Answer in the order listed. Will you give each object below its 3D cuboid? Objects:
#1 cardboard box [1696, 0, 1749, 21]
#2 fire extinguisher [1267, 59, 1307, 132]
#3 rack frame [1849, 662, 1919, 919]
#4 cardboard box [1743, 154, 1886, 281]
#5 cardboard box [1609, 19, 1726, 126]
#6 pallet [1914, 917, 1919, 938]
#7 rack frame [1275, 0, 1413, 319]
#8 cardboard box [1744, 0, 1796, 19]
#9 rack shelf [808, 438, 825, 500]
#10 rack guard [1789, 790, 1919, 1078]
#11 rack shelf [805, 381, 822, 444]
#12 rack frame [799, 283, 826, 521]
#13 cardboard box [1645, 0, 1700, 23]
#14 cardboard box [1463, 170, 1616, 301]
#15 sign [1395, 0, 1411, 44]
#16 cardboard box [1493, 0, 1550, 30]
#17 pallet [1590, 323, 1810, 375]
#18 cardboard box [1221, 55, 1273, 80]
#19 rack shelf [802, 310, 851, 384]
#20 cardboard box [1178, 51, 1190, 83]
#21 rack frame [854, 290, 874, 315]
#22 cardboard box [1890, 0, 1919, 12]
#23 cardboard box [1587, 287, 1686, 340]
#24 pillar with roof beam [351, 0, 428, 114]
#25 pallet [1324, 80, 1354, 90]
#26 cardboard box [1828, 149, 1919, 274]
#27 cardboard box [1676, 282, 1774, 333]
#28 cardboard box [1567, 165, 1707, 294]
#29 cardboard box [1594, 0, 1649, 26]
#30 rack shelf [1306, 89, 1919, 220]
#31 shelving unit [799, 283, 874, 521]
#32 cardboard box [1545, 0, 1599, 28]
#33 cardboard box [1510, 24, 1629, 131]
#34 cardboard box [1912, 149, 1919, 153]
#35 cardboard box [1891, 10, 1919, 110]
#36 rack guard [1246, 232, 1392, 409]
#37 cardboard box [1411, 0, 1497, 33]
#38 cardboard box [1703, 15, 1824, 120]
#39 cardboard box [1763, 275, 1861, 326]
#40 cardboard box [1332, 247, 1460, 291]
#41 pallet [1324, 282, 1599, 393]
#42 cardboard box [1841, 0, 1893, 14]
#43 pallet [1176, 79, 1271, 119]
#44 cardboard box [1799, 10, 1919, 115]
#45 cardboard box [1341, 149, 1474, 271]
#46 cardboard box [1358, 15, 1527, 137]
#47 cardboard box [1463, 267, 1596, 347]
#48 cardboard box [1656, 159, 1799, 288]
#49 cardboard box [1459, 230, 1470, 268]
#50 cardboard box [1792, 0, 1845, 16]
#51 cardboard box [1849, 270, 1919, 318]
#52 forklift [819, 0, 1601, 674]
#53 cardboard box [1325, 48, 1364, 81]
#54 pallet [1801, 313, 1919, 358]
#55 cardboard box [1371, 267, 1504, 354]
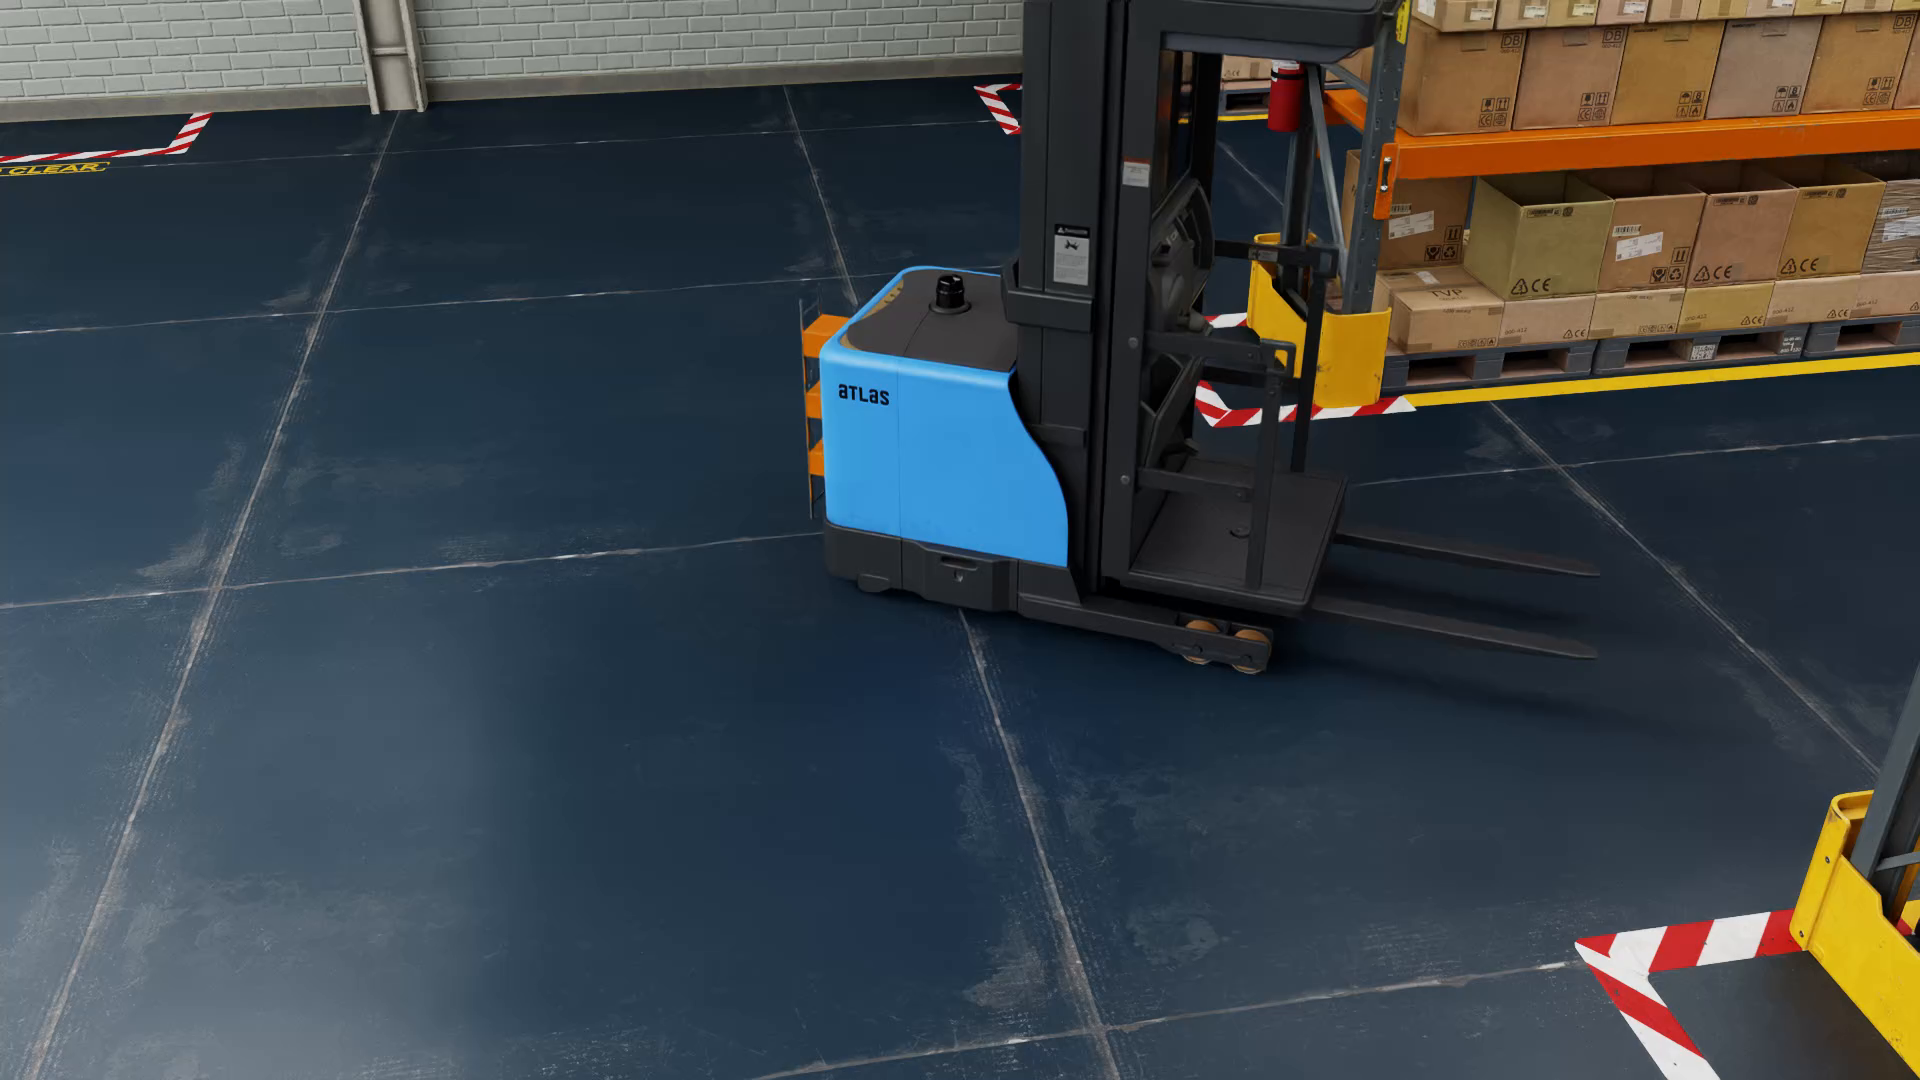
[{"bbox_3d":[3.582,-2.629,8.023,0.250,0.149,0.380,-6,31,-10],"label":"cardboard box"},{"bbox_3d":[1.691,-2.446,8.528,0.183,0.674,0.296,-5,31,-9],"label":"fire extinguisher"},{"bbox_3d":[2.779,0.211,3.932,0.127,3.000,1.000,-5,31,-9],"label":"rack frame"},{"bbox_3d":[4.423,-1.704,8.748,0.500,0.500,0.500,-5,31,-9],"label":"cardboard box"},{"bbox_3d":[3.357,-2.431,8.326,0.500,0.500,0.700,-5,31,-9],"label":"cardboard box"},{"bbox_3d":[3.645,1.311,4.812,1.213,0.211,1.003,-5,31,-9],"label":"pallet"},{"bbox_3d":[1.891,-2.259,8.132,0.127,3.000,1.000,-5,31,-9],"label":"rack frame"},{"bbox_3d":[3.828,-2.650,8.059,0.250,0.149,0.380,-5,31,-8],"label":"cardboard box"},{"bbox_3d":[-0.511,-0.317,7.322,0.240,0.259,0.215,10,32,17],"label":"rack shelf"},{"bbox_3d":[2.845,1.258,4.617,0.348,0.500,1.175,-5,31,-9],"label":"rack guard"},{"bbox_3d":[-0.511,-0.556,7.181,0.240,0.259,0.215,10,32,17],"label":"rack shelf"},{"bbox_3d":[-0.626,-0.586,7.211,0.008,1.050,0.200,10,32,17],"label":"rack frame"},{"bbox_3d":[3.331,-2.605,7.983,0.250,0.149,0.380,-6,31,-11],"label":"cardboard box"},{"bbox_3d":[2.950,-1.563,8.507,0.500,0.500,0.500,-5,31,-9],"label":"cardboard box"},{"bbox_3d":[1.985,-2.389,7.421,0.005,0.325,0.100,-5,31,-9],"label":"sign"},{"bbox_3d":[2.575,-2.536,7.864,0.250,0.149,0.380,-6,31,-10],"label":"cardboard box"},{"bbox_3d":[3.833,-1.257,9.180,1.213,0.211,1.003,-5,31,-9],"label":"pallet"},{"bbox_3d":[2.252,-3.829,13.022,0.500,0.311,0.500,-3,31,-5],"label":"cardboard box"},{"bbox_3d":[-0.511,-0.801,7.037,0.240,0.259,0.215,10,32,17],"label":"rack shelf"},{"bbox_3d":[1.691,-3.777,12.933,0.500,0.311,0.500,-9,32,-15],"label":"cardboard box"},{"bbox_3d":[-0.396,-0.545,7.140,0.008,1.050,0.200,10,32,17],"label":"rack frame"},{"bbox_3d":[4.595,-2.723,8.183,0.250,0.149,0.380,-5,31,-9],"label":"cardboard box"},{"bbox_3d":[3.441,-1.286,8.776,0.500,0.250,0.500,-5,31,-9],"label":"cardboard box"},{"bbox_3d":[-3.599,-5.115,7.072,0.400,9.000,9.100,-5,31,-9],"label":"pillar with roof beam"},{"bbox_3d":[3.072,-3.700,13.333,1.213,0.211,1.003,-5,31,-9],"label":"pallet"},{"bbox_3d":[4.914,-1.752,8.829,0.500,0.500,0.500,-5,31,-9],"label":"cardboard box"},{"bbox_3d":[3.934,-1.329,8.849,0.500,0.250,0.500,-5,31,-9],"label":"cardboard box"},{"bbox_3d":[3.439,-1.615,8.595,0.500,0.500,0.500,-5,31,-9],"label":"cardboard box"},{"bbox_3d":[3.069,-2.580,7.939,0.250,0.149,0.380,-6,31,-10],"label":"cardboard box"},{"bbox_3d":[3.858,-2.131,8.625,4.000,0.370,1.077,-5,31,-9],"label":"rack shelf"},{"bbox_3d":[-0.511,-0.565,7.176,0.252,1.050,0.215,10,32,17],"label":"shelving unit"},{"bbox_3d":[2.820,-2.558,7.902,0.250,0.149,0.380,-5,31,-9],"label":"cardboard box"},{"bbox_3d":[2.868,-2.389,8.254,0.500,0.500,0.700,-5,31,-8],"label":"cardboard box"},{"bbox_3d":[5.313,-2.057,9.347,0.500,0.500,0.500,-5,31,-9],"label":"cardboard box"},{"bbox_3d":[4.872,-2.572,8.566,0.500,0.500,0.700,-6,31,-9],"label":"cardboard box"},{"bbox_3d":[1.867,-1.179,8.762,0.348,0.500,1.175,-5,31,-9],"label":"rack guard"},{"bbox_3d":[2.315,-2.510,7.821,0.250,0.149,0.380,-6,31,-9],"label":"cardboard box"},{"bbox_3d":[3.874,-2.481,8.411,0.500,0.500,0.700,-4,31,-7],"label":"cardboard box"},{"bbox_3d":[4.426,-1.375,8.927,0.500,0.250,0.500,-5,31,-9],"label":"cardboard box"},{"bbox_3d":[2.365,-1.451,9.057,0.500,0.250,0.500,-5,31,-9],"label":"cardboard box"},{"bbox_3d":[2.635,-1.148,8.993,1.213,0.211,1.003,-5,31,-9],"label":"pallet"},{"bbox_3d":[4.347,-2.700,8.144,0.250,0.149,0.380,-4,31,-7],"label":"cardboard box"},{"bbox_3d":[1.875,-3.590,13.147,1.213,0.211,1.003,-5,31,-9],"label":"pallet"},{"bbox_3d":[4.378,-2.528,8.492,0.500,0.500,0.700,-5,31,-8],"label":"cardboard box"},{"bbox_3d":[2.365,-1.775,8.868,0.500,0.500,0.500,-5,31,-9],"label":"cardboard box"},{"bbox_3d":[2.352,-2.338,8.169,0.500,0.500,0.700,-5,31,-9],"label":"cardboard box"},{"bbox_3d":[2.949,-1.240,8.698,0.500,0.250,0.500,-5,31,-9],"label":"cardboard box"},{"bbox_3d":[3.934,-1.652,8.658,0.500,0.500,0.500,-5,31,-9],"label":"cardboard box"},{"bbox_3d":[2.855,-1.503,9.144,0.500,0.250,0.500,-5,31,-9],"label":"cardboard box"},{"bbox_3d":[4.086,-2.674,8.100,0.250,0.149,0.380,-4,31,-7],"label":"cardboard box"},{"bbox_3d":[4.915,-1.428,9.017,0.500,0.250,0.500,-5,31,-9],"label":"cardboard box"},{"bbox_3d":[1.012,-1.055,6.153,3.031,2.935,1.130,10,32,17],"label":"forklift"},{"bbox_3d":[2.983,-3.953,13.045,0.500,0.500,0.700,-7,31,-12],"label":"cardboard box"},{"bbox_3d":[5.035,-1.370,9.372,1.213,0.211,1.003,-5,31,-9],"label":"pallet"},{"bbox_3d":[2.458,-1.193,8.618,0.500,0.250,0.500,-5,31,-9],"label":"cardboard box"}]
